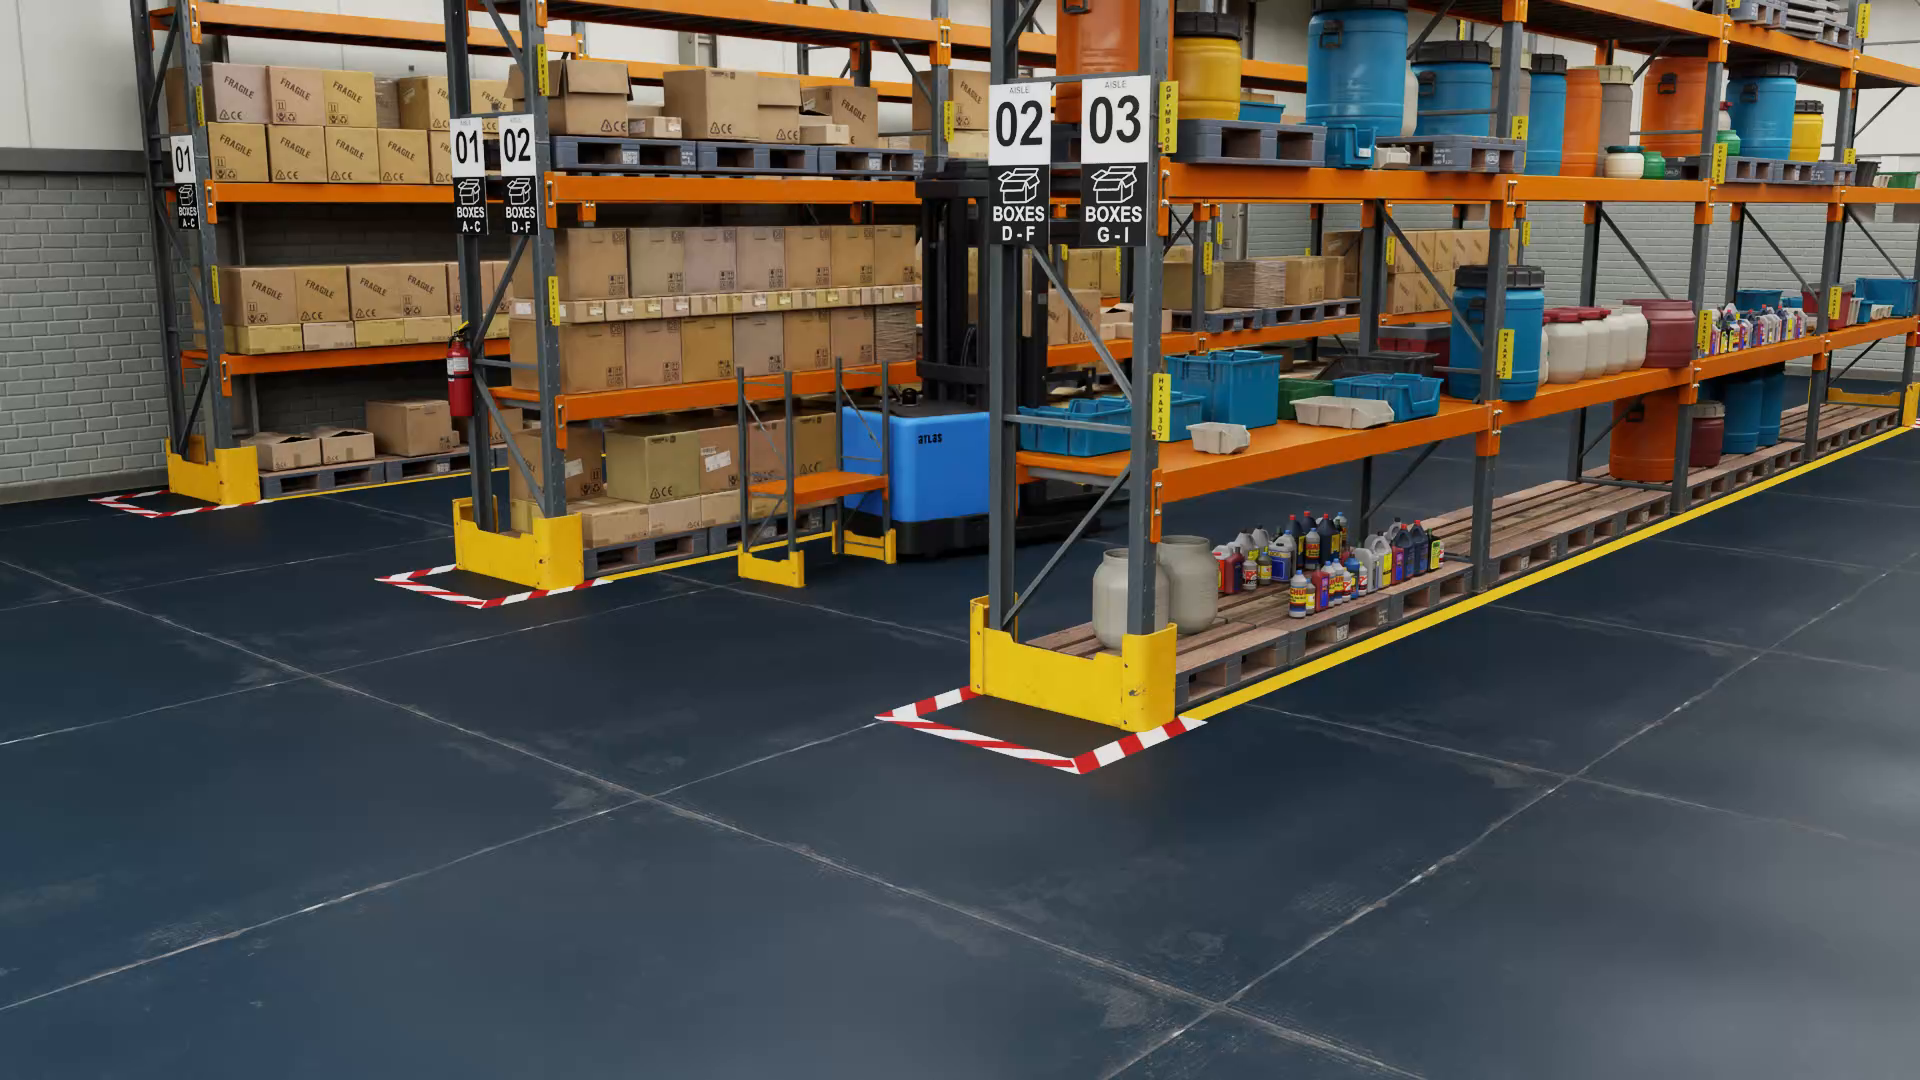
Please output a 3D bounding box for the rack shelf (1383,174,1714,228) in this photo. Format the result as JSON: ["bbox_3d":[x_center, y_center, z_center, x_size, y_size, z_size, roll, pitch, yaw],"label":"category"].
[{"bbox_3d":[4.528,-2.582,12.660,1.077,0.370,4.000,10,15,40],"label":"rack shelf"}]

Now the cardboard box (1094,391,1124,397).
[{"bbox_3d":[1.630,-1.346,16.807,0.500,0.311,0.500,9,15,39],"label":"cardboard box"}]

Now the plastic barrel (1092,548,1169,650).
[{"bbox_3d":[0.944,0.326,9.200,0.421,0.512,0.421,0,11,0],"label":"plastic barrel"}]

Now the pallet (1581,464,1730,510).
[{"bbox_3d":[6.337,-0.512,15.237,1.003,0.211,1.213,10,15,40],"label":"pallet"}]

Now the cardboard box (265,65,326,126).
[{"bbox_3d":[-6.069,-3.975,14.936,0.500,0.500,0.500,10,15,40],"label":"cardboard box"}]

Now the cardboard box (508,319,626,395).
[{"bbox_3d":[-2.834,-1.338,11.998,0.700,0.500,0.500,10,15,40],"label":"cardboard box"}]

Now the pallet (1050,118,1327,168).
[{"bbox_3d":[1.186,-2.069,8.734,1.003,0.211,1.213,10,15,40],"label":"pallet"}]

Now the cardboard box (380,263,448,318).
[{"bbox_3d":[-5.323,-2.422,16.095,0.500,0.500,0.500,10,15,42],"label":"cardboard box"}]

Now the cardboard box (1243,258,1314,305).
[{"bbox_3d":[3.650,-2.975,19.120,0.700,0.500,0.500,6,13,26],"label":"cardboard box"}]

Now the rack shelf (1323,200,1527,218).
[{"bbox_3d":[6.090,-4.400,21.762,1.077,0.370,4.000,10,15,40],"label":"rack shelf"}]

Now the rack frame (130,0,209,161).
[{"bbox_3d":[-6.875,-4.804,14.289,1.000,3.000,0.127,10,15,40],"label":"rack frame"}]

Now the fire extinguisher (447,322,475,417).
[{"bbox_3d":[-3.578,-1.227,11.894,0.296,0.674,0.183,10,15,40],"label":"fire extinguisher"}]

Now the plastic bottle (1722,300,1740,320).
[{"bbox_3d":[7.986,-2.307,17.228,0.144,0.351,0.185,10,15,40],"label":"plastic bottle"}]

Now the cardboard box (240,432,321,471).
[{"bbox_3d":[-6.351,-0.850,15.548,0.500,0.311,0.500,8,14,34],"label":"cardboard box"}]

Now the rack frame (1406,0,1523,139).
[{"bbox_3d":[3.207,-4.112,10.822,1.000,3.000,0.127,10,15,40],"label":"rack frame"}]

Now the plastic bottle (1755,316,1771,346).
[{"bbox_3d":[7.655,-2.004,15.905,0.152,0.276,0.135,10,15,40],"label":"plastic bottle"}]

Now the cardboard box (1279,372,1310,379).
[{"bbox_3d":[3.661,-1.648,19.061,0.500,0.500,0.500,9,14,38],"label":"cardboard box"}]

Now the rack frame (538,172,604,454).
[{"bbox_3d":[-4.235,-2.451,17.823,1.000,3.000,0.127,10,15,40],"label":"rack frame"}]

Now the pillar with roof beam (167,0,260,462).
[{"bbox_3d":[-3.829,-4.462,12.578,9.100,9.000,0.400,10,15,40],"label":"pillar with roof beam"}]

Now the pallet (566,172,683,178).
[{"bbox_3d":[-3.747,-3.907,17.933,1.213,0.211,1.003,10,15,40],"label":"pallet"}]

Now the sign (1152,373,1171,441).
[{"bbox_3d":[0.977,-0.645,8.077,0.100,0.325,0.005,10,15,40],"label":"sign"}]

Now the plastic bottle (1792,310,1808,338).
[{"bbox_3d":[8.471,-2.186,16.815,0.152,0.276,0.135,10,15,40],"label":"plastic bottle"}]

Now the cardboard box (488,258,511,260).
[{"bbox_3d":[-4.702,-2.713,17.551,0.500,0.500,0.500,9,15,39],"label":"cardboard box"}]

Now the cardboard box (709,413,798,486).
[{"bbox_3d":[-1.638,-0.718,13.182,0.500,0.500,0.500,10,15,40],"label":"cardboard box"}]

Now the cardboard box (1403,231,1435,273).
[{"bbox_3d":[5.632,-3.636,20.950,0.500,0.500,0.500,9,15,39],"label":"cardboard box"}]

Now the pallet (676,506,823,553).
[{"bbox_3d":[-1.873,-0.152,13.431,1.003,0.211,1.213,10,15,40],"label":"pallet"}]

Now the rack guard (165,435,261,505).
[{"bbox_3d":[-6.825,-0.648,15.177,1.175,0.500,0.348,10,15,40],"label":"rack guard"}]

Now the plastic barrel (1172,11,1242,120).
[{"bbox_3d":[1.224,-2.535,9.032,0.600,0.588,0.600,0,11,0],"label":"plastic barrel"}]

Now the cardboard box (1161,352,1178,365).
[{"bbox_3d":[2.970,-3.007,25.917,0.700,0.500,0.500,10,15,40],"label":"cardboard box"}]

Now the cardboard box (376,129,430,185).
[{"bbox_3d":[-5.408,-3.642,15.821,0.500,0.500,0.500,11,16,44],"label":"cardboard box"}]

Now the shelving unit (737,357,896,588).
[{"bbox_3d":[-1.031,-0.521,11.992,0.587,1.500,1.083,9,14,37],"label":"shelving unit"}]

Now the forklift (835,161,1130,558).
[{"bbox_3d":[0.510,-1.511,13.294,3.031,2.935,1.130,-8,14,-36],"label":"forklift"}]

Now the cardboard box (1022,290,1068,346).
[{"bbox_3d":[0.687,-2.122,15.921,0.500,0.500,0.500,10,15,40],"label":"cardboard box"}]

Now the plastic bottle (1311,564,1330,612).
[{"bbox_3d":[2.161,0.278,9.975,0.061,0.283,0.133,10,15,41],"label":"plastic bottle"}]

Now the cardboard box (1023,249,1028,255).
[{"bbox_3d":[0.585,-4.024,22.722,0.500,0.250,0.500,10,15,42],"label":"cardboard box"}]

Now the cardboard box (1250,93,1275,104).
[{"bbox_3d":[3.095,-4.623,18.233,0.500,0.500,0.500,10,15,40],"label":"cardboard box"}]

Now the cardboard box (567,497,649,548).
[{"bbox_3d":[-2.630,-0.130,12.152,0.500,0.250,0.500,10,15,40],"label":"cardboard box"}]

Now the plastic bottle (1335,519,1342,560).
[{"bbox_3d":[2.555,0.001,11.358,0.061,0.283,0.133,10,15,40],"label":"plastic bottle"}]

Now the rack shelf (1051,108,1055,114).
[{"bbox_3d":[2.367,-6.315,24.711,1.077,0.370,4.000,10,15,40],"label":"rack shelf"}]

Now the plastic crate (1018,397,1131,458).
[{"bbox_3d":[0.672,-0.621,9.040,0.499,0.251,0.616,10,15,40],"label":"plastic crate"}]

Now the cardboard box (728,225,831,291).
[{"bbox_3d":[-1.463,-2.282,13.410,0.700,0.500,0.500,10,15,40],"label":"cardboard box"}]

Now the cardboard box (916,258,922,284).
[{"bbox_3d":[-0.729,-3.358,21.300,0.500,0.500,0.500,10,15,42],"label":"cardboard box"}]

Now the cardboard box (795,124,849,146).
[{"bbox_3d":[-1.102,-3.220,13.230,0.380,0.149,0.250,10,15,40],"label":"cardboard box"}]

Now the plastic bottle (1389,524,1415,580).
[{"bbox_3d":[2.872,0.074,10.824,0.144,0.351,0.185,9,14,38],"label":"plastic bottle"}]

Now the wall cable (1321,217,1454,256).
[{"bbox_3d":[7.689,-6.421,30.314,3.097,2.526,0.112,10,15,40],"label":"wall cable"}]

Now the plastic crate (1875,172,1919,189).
[{"bbox_3d":[10.692,-4.120,19.065,0.450,0.188,0.336,10,15,40],"label":"plastic crate"}]

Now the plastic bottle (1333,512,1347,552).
[{"bbox_3d":[2.668,-0.057,11.683,0.097,0.271,0.097,0,11,0],"label":"plastic bottle"}]

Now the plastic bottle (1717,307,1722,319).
[{"bbox_3d":[7.838,-2.271,17.222,0.061,0.283,0.133,10,15,40],"label":"plastic bottle"}]

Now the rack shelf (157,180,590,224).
[{"bbox_3d":[-5.555,-3.275,16.126,1.077,0.370,4.000,10,15,40],"label":"rack shelf"}]

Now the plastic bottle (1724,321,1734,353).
[{"bbox_3d":[6.957,-1.839,15.057,0.061,0.283,0.133,10,15,40],"label":"plastic bottle"}]

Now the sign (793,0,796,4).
[{"bbox_3d":[-2.013,-6.588,20.431,0.100,0.325,0.005,10,15,40],"label":"sign"}]

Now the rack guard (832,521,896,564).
[{"bbox_3d":[-0.725,0.015,12.500,0.587,0.250,0.087,9,14,37],"label":"rack guard"}]

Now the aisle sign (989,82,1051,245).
[{"bbox_3d":[0.296,-1.884,8.348,0.394,0.787,0.004,10,15,40],"label":"aisle sign"}]

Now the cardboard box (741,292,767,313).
[{"bbox_3d":[-1.715,-1.845,12.881,0.380,0.149,0.250,10,15,41],"label":"cardboard box"}]
